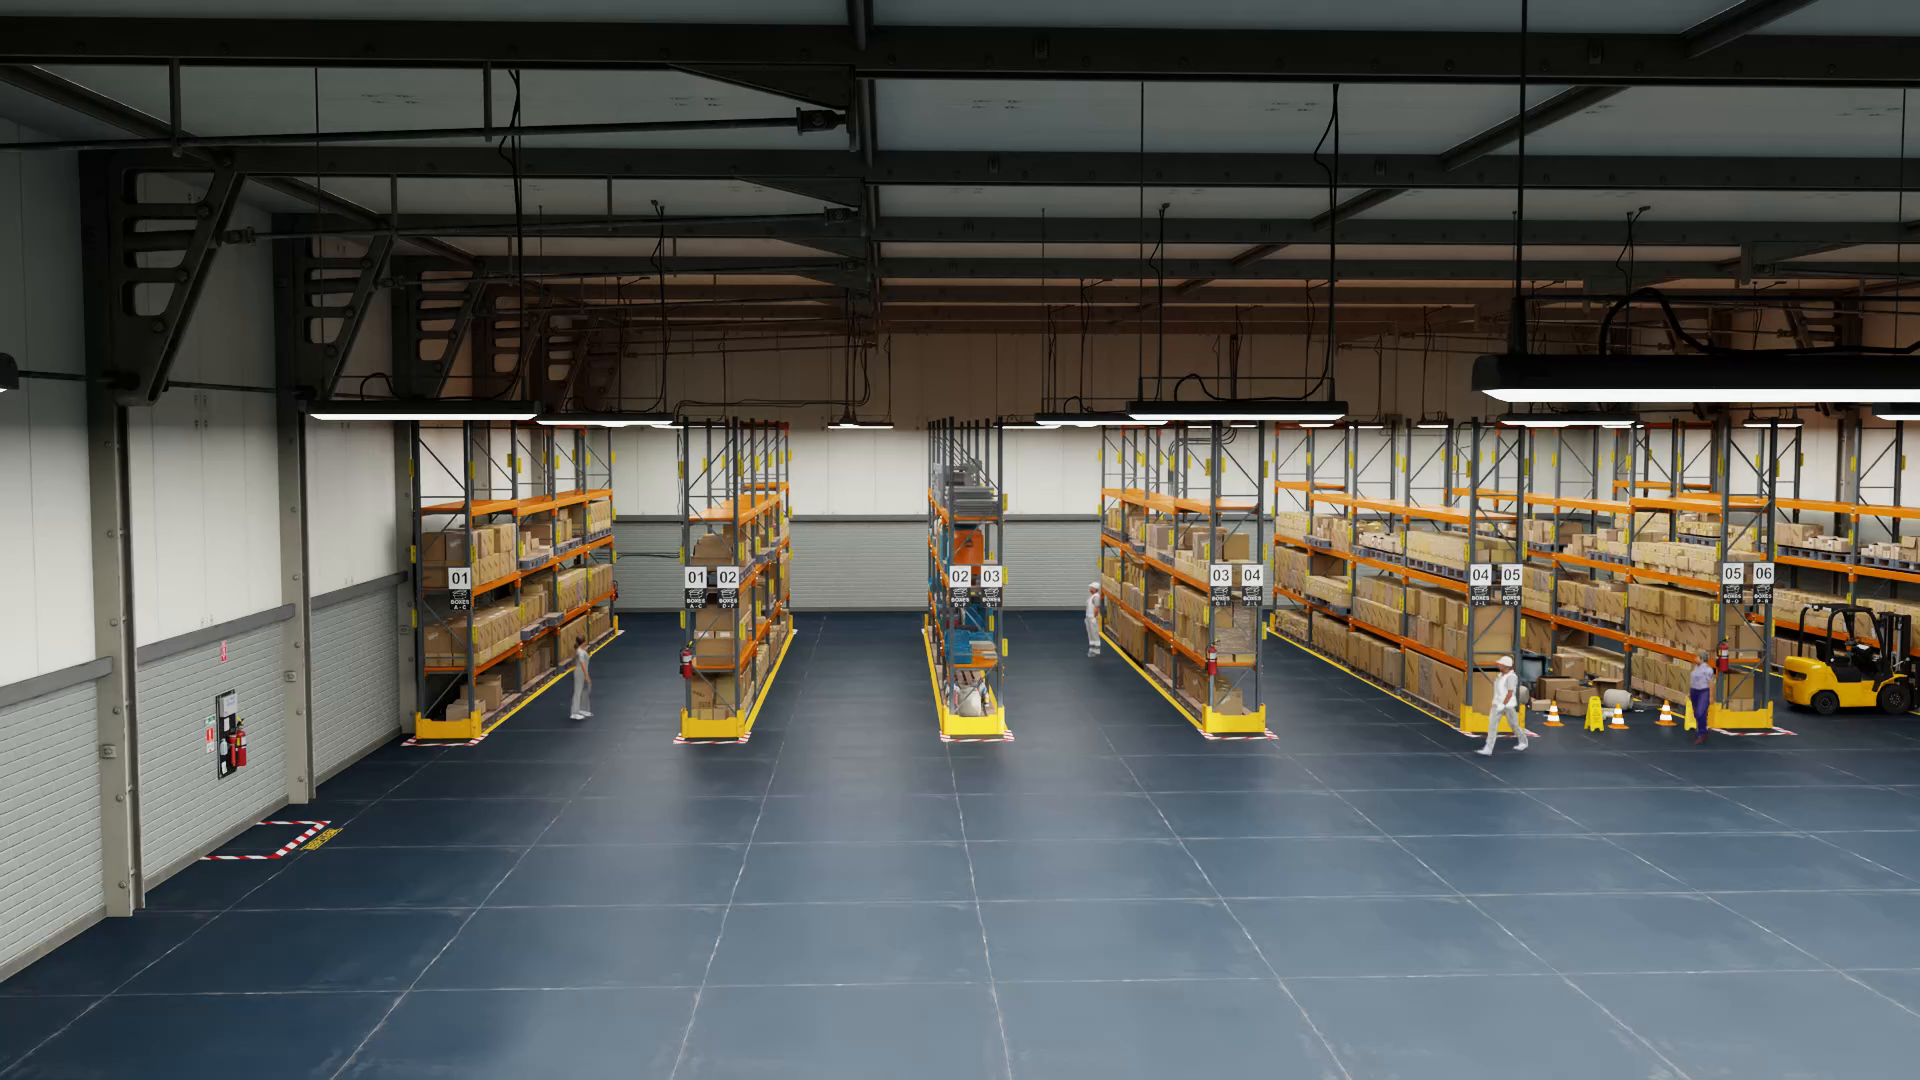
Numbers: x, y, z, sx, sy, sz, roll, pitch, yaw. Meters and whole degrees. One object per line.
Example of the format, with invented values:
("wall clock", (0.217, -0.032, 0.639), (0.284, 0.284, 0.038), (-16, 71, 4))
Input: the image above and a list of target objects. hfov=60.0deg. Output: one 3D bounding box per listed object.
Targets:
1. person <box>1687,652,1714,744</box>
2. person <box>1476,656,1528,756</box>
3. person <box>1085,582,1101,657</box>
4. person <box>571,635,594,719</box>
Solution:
("person", (13.676, 2.920, 30.720), (0.527, 1.718, 0.533), (-2, 4, -27))
("person", (9.634, 2.931, 29.379), (1.052, 1.755, 0.480), (-3, 5, -35))
("person", (3.205, 1.909, 40.248), (0.437, 1.790, 0.581), (-2, 4, -23))
("person", (-7.567, 2.736, 33.239), (0.429, 1.710, 0.595), (0, 4, -7))
